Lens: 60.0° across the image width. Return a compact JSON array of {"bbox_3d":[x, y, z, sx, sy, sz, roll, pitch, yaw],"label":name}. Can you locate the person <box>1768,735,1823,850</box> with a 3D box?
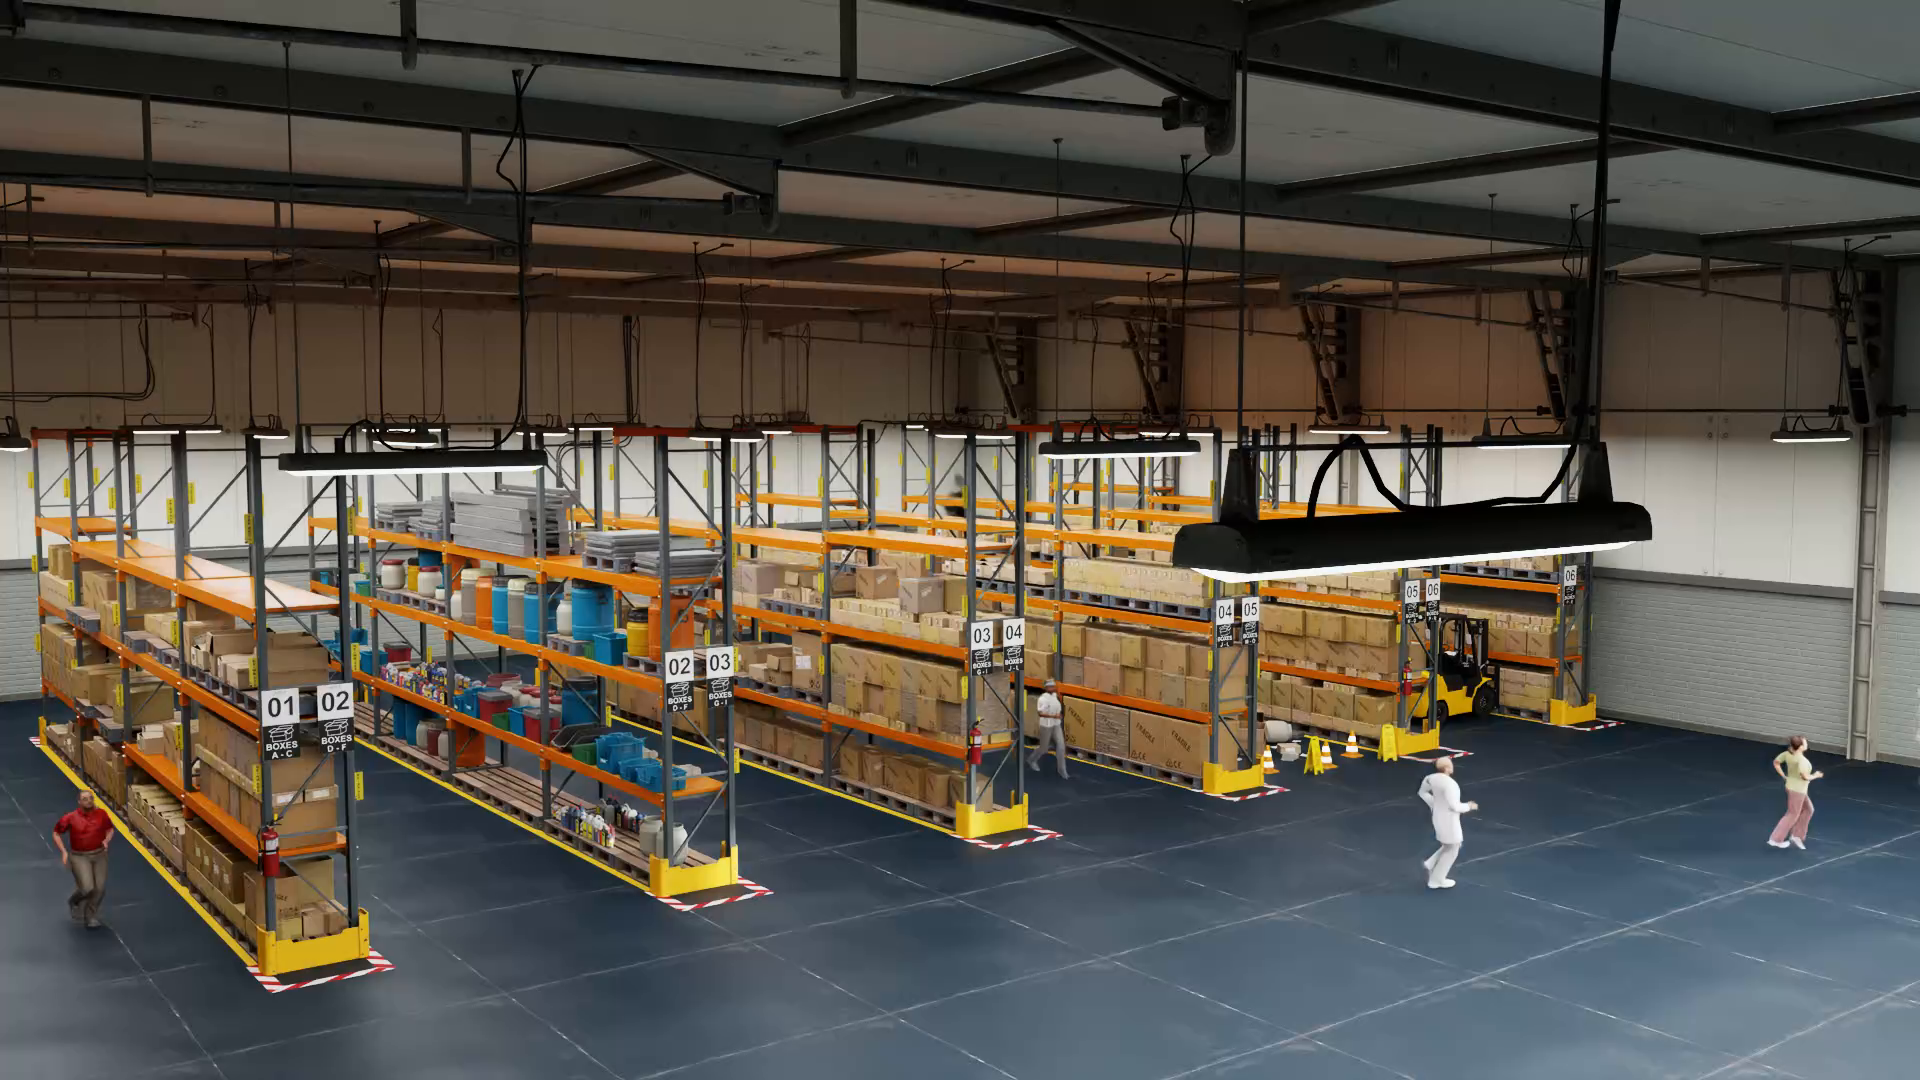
[{"bbox_3d":[11.961,3.636,23.811,0.711,1.710,0.556,0,4,4],"label":"person"}]

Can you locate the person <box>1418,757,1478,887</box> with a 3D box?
[{"bbox_3d":[6.487,3.723,22.013,0.634,1.733,0.698,-1,5,-10],"label":"person"}]

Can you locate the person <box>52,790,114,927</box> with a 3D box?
[{"bbox_3d":[-10.634,3.897,20.303,0.590,1.686,0.657,4,6,41],"label":"person"}]

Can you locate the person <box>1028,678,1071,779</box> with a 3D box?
[{"bbox_3d":[1.539,3.230,28.747,0.587,1.729,0.895,-4,6,-42],"label":"person"}]
